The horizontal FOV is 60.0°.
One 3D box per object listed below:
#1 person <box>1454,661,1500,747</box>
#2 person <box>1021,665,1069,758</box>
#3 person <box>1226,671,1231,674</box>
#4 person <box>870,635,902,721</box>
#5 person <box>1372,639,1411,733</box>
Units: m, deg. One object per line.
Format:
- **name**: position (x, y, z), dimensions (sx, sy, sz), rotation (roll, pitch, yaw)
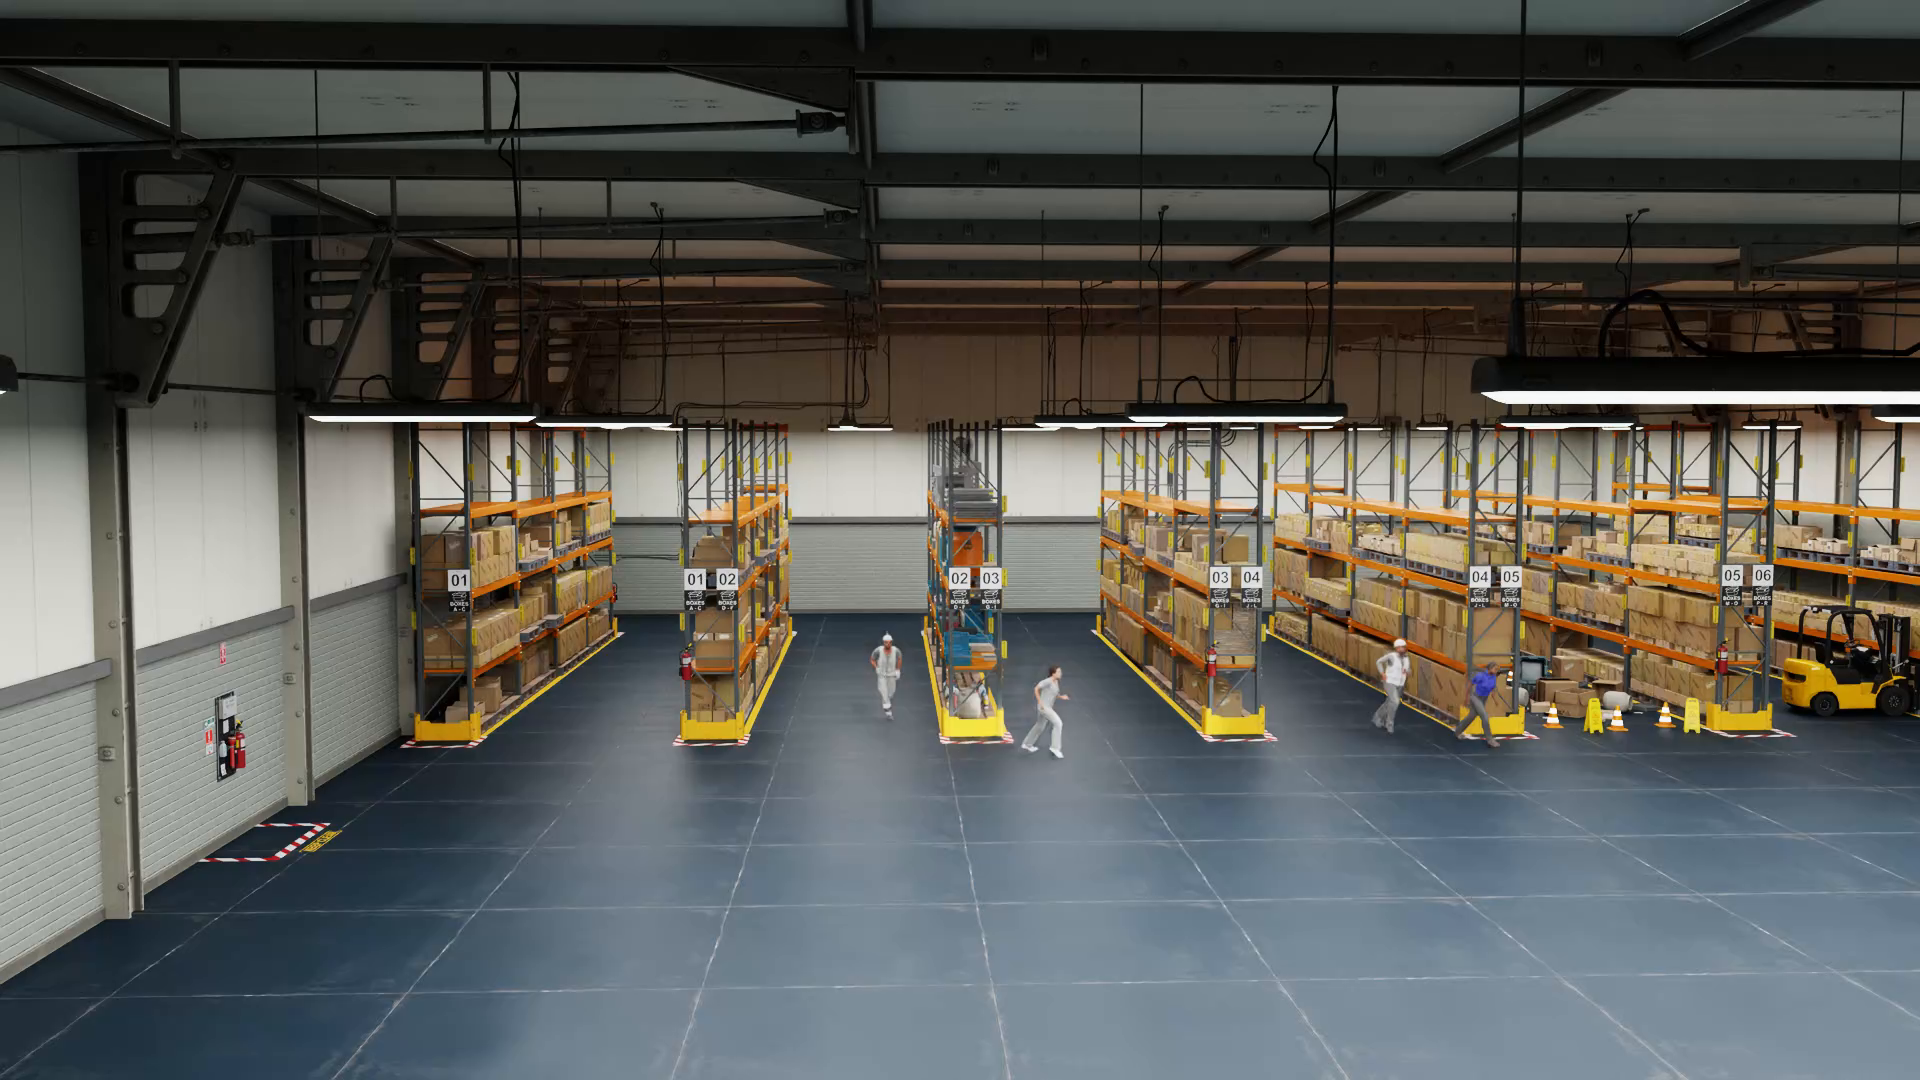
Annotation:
- **person**: position (9.539, 2.977, 30.573), dimensions (0.599, 1.516, 1.031), rotation (-3, 4, -34)
- **person**: position (1.488, 3.031, 29.532), dimensions (0.880, 1.657, 0.582), rotation (2, 4, 23)
- **person**: position (6.484, 2.349, 39.806), dimensions (0.692, 1.690, 0.770), rotation (0, 4, -2)
- **person**: position (-1.491, 2.731, 33.385), dimensions (0.646, 1.732, 0.826), rotation (0, 4, -8)
- **person**: position (8.361, 2.820, 32.148), dimensions (0.631, 1.848, 0.706), rotation (-2, 4, -32)
